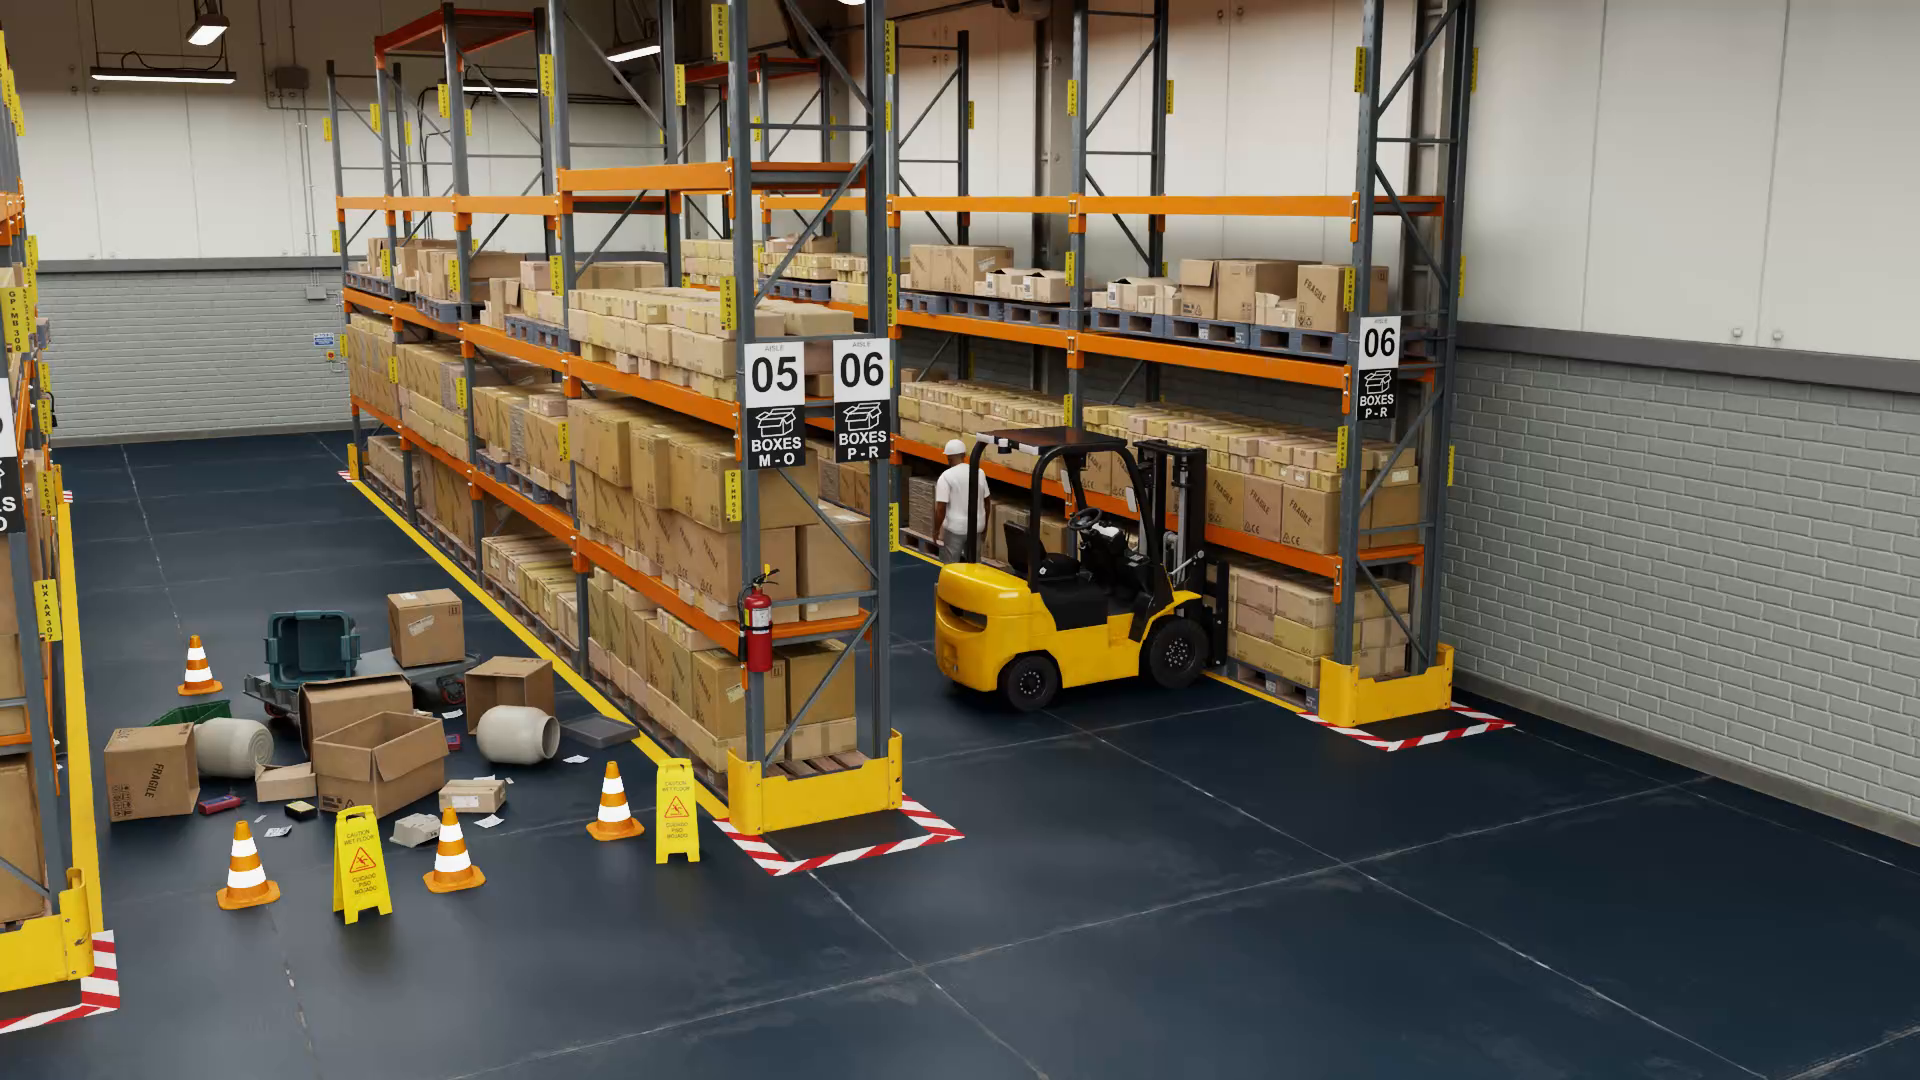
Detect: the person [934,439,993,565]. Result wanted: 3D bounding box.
[{"bbox_3d":[0.027,-0.126,16.520,0.626,1.760,0.461,-6,13,-26],"label":"person"}]
